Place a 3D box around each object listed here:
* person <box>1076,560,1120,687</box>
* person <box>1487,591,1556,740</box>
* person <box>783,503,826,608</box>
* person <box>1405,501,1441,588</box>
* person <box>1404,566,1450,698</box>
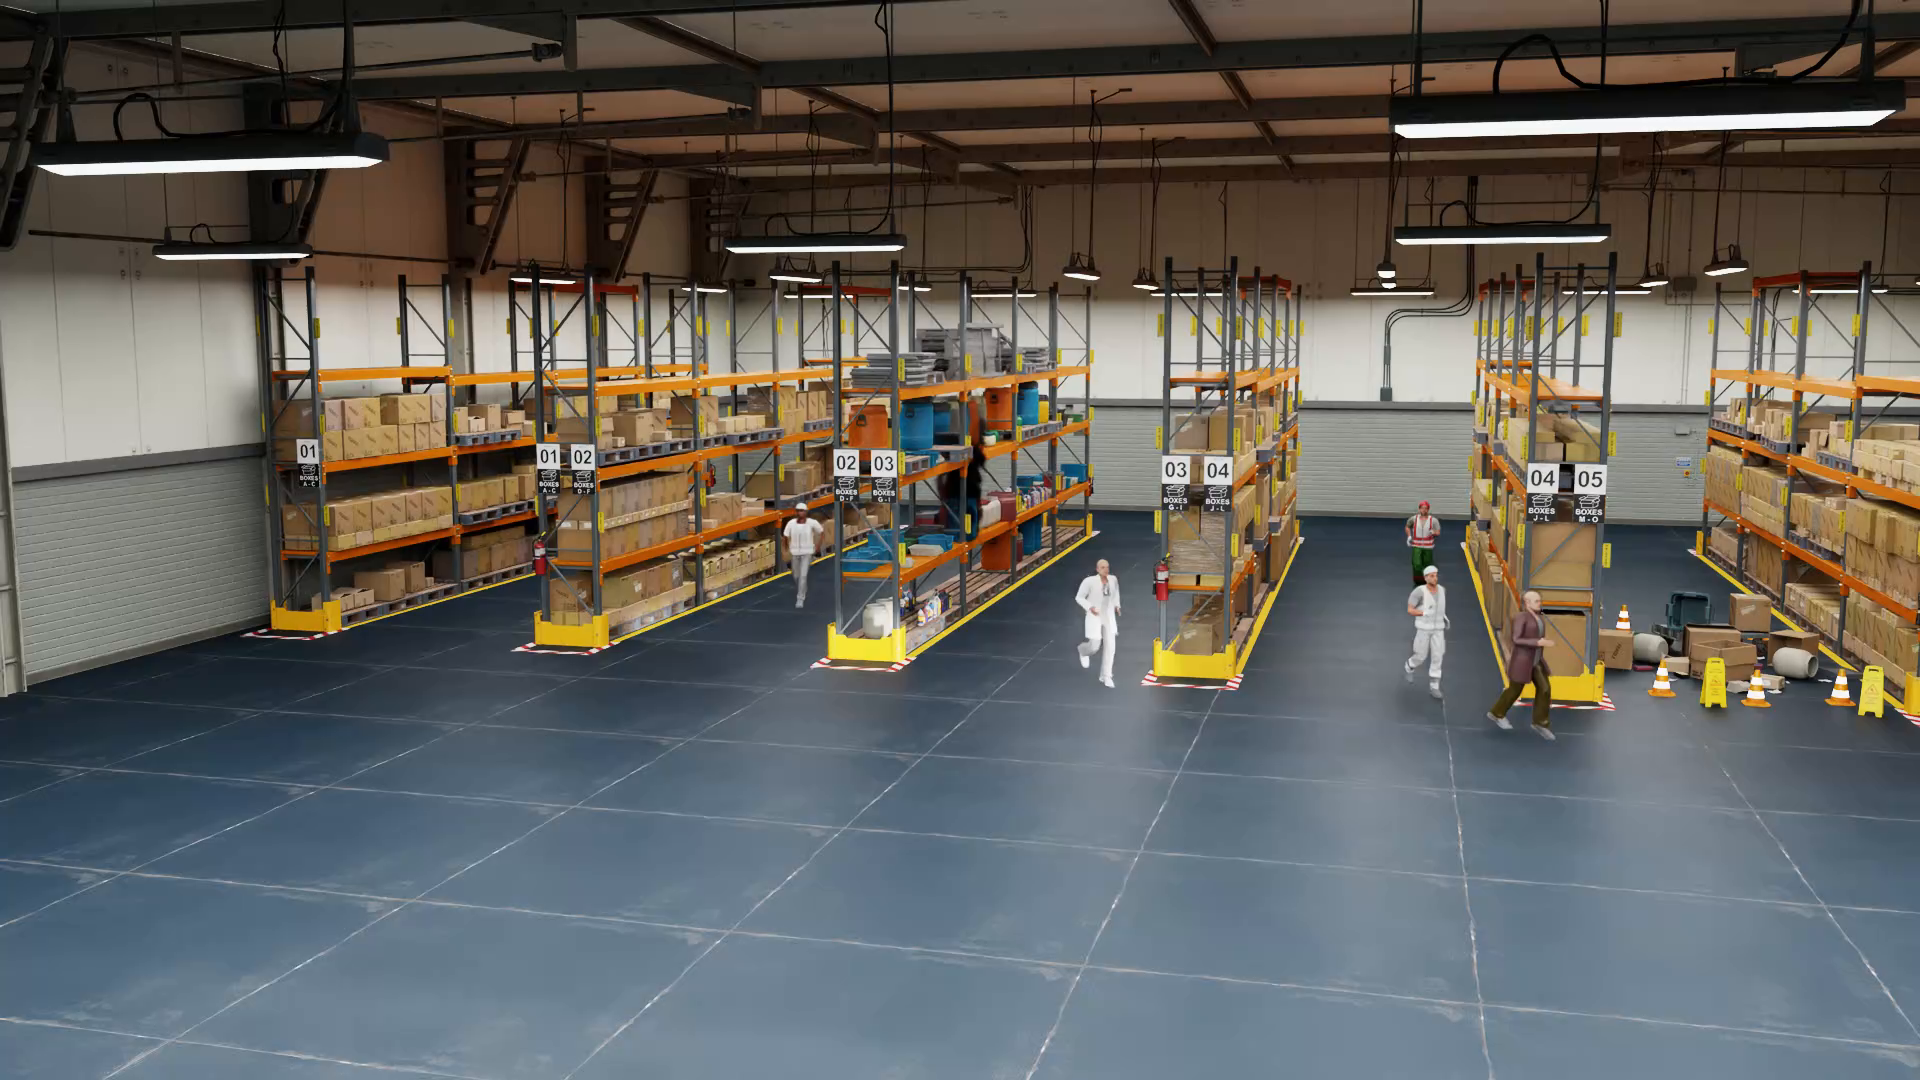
[{"bbox_3d":[1.991,1.146,23.690,0.720,1.766,1.043,-2,8,-18],"label":"person"},{"bbox_3d":[6.969,1.536,20.511,0.661,1.842,0.936,-5,9,-34],"label":"person"},{"bbox_3d":[-2.704,0.244,28.561,0.712,1.761,0.793,1,7,9],"label":"person"},{"bbox_3d":[8.625,0.186,31.009,0.630,1.843,0.736,2,7,13],"label":"person"},{"bbox_3d":[6.402,1.221,22.782,0.668,1.770,0.908,-2,7,-13],"label":"person"}]
